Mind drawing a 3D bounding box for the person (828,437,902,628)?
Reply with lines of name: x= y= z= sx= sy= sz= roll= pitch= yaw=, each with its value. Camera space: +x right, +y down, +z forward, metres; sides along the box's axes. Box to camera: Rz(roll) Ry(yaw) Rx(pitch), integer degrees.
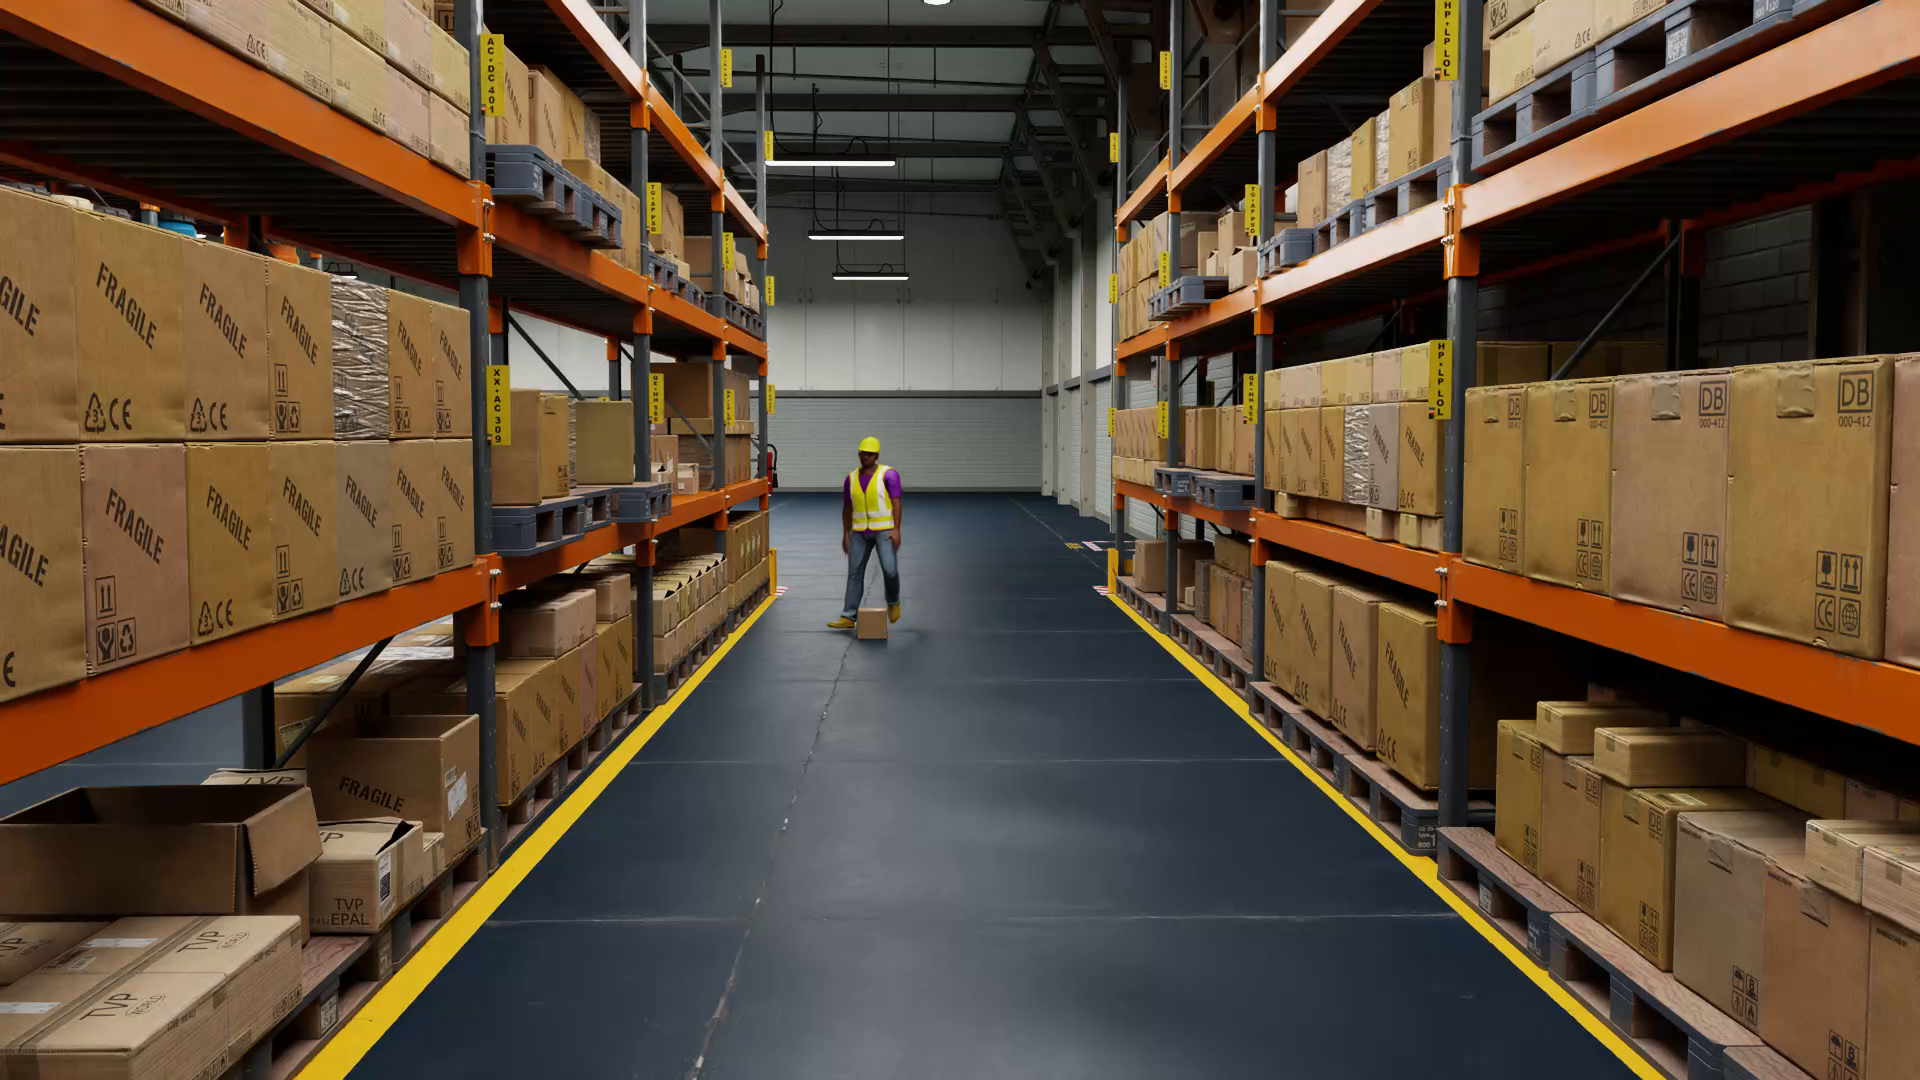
person: x=-0.823 y=-0.067 z=15.298 sx=0.665 sy=1.765 sz=0.562 roll=1 pitch=4 yaw=19
